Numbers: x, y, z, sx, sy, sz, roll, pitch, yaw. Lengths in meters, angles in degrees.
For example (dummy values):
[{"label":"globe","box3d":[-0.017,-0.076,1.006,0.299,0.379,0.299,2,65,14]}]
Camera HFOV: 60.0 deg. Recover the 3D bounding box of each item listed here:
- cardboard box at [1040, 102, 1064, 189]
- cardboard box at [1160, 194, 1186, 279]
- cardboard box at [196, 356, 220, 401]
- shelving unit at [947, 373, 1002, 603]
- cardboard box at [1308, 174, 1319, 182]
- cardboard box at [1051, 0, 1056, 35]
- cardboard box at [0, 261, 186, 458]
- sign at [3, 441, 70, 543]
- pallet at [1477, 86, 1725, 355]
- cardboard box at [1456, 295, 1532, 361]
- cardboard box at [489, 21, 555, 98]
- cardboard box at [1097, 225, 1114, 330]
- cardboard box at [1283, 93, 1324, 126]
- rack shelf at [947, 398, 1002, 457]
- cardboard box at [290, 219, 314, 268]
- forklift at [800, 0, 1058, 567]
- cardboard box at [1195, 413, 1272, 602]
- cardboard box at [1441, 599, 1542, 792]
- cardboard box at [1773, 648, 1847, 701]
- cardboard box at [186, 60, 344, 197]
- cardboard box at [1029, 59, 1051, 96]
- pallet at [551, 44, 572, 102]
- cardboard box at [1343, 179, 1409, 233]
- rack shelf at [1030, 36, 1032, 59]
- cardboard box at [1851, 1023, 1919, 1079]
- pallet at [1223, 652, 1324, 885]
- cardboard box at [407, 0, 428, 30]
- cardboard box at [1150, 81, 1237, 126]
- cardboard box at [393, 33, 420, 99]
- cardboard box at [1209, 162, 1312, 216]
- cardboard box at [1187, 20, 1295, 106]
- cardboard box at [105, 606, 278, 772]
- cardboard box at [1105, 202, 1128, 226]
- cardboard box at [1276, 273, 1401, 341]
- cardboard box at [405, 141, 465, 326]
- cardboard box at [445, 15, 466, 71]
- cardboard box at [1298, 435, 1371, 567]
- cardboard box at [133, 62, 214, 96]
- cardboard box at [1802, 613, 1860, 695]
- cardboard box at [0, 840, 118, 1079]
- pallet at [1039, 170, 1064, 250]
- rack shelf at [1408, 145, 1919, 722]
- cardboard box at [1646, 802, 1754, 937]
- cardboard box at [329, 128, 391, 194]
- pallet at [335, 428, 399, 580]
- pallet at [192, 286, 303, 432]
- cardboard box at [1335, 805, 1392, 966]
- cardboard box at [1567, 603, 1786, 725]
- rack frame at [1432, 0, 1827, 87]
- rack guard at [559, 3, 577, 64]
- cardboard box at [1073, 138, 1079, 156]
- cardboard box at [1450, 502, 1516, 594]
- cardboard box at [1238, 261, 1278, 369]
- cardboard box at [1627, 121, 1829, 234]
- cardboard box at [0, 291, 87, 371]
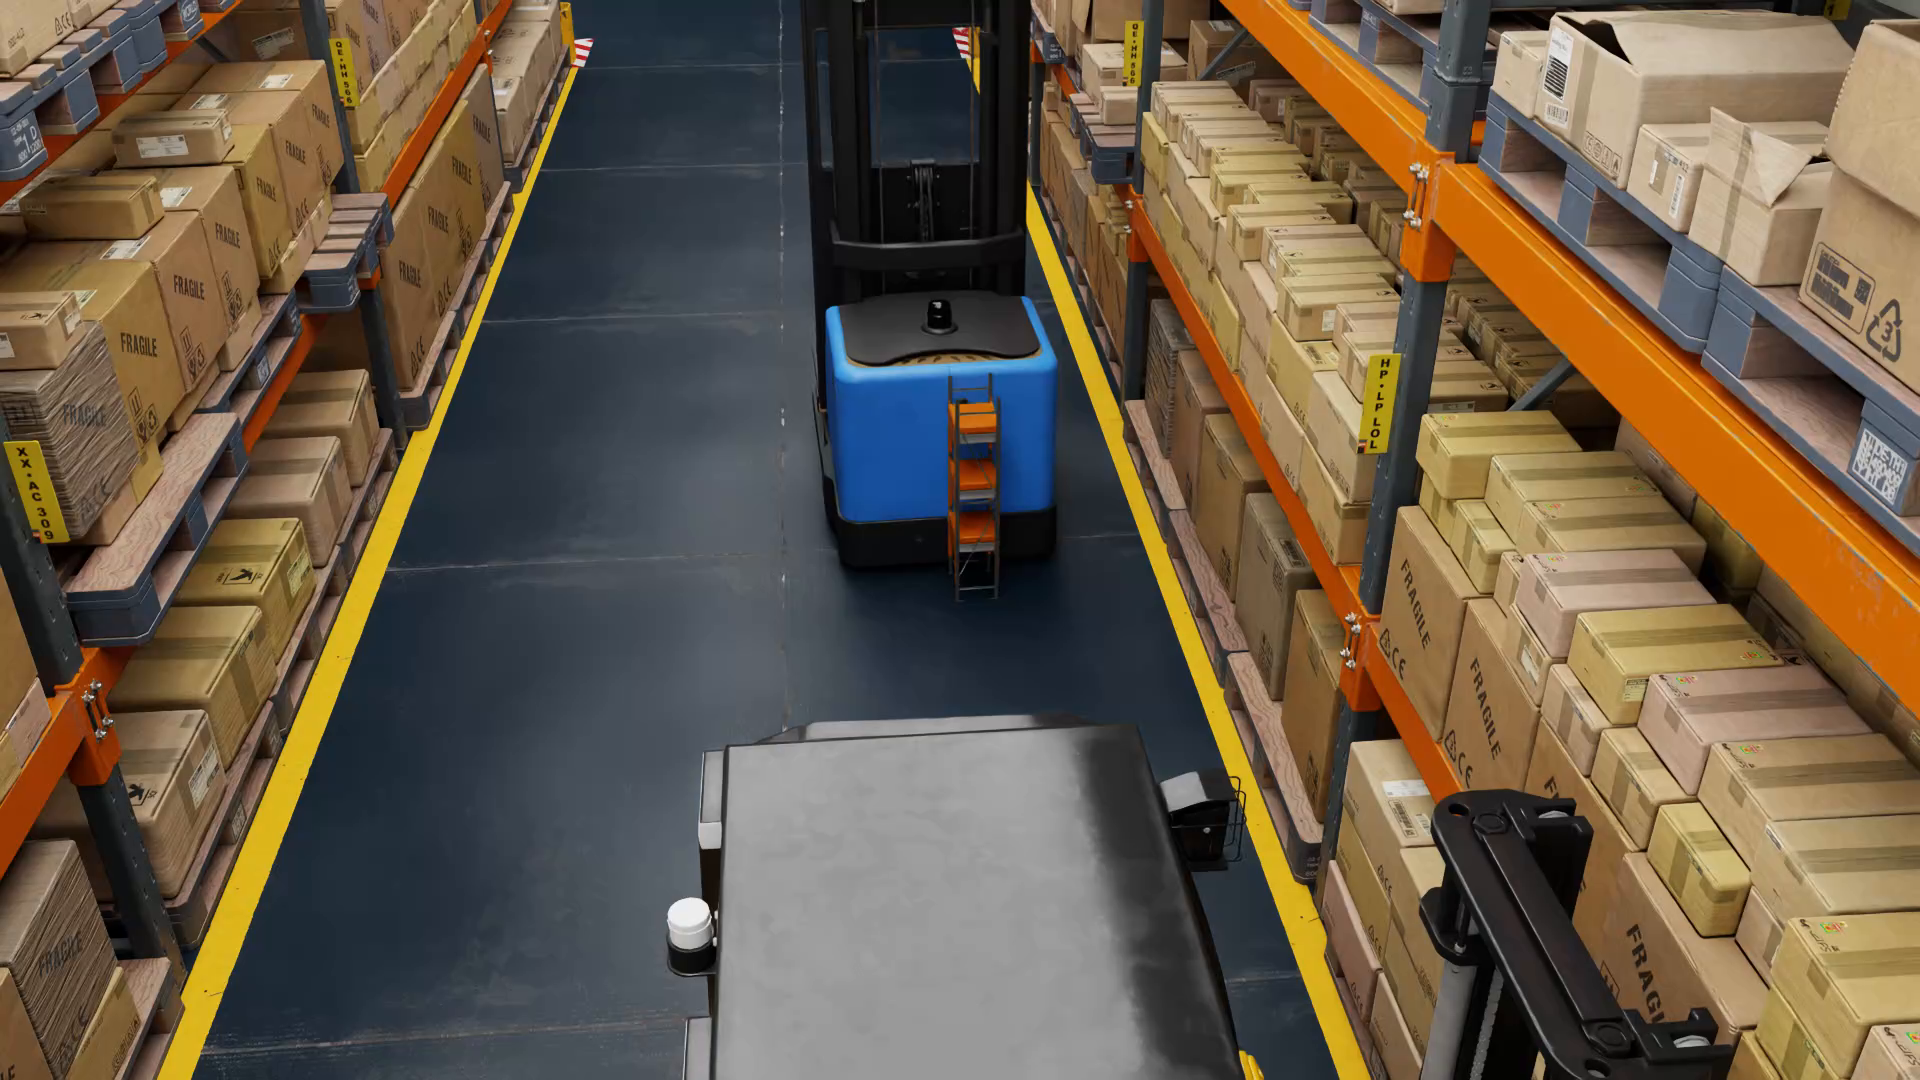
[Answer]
[{"label":"cardboard box","box3d":[0.862,-2.905,12.216,0.500,0.500,0.500,-1,31,-2]},{"label":"cardboard box","box3d":[1.255,-1.454,7.905,0.500,0.250,0.500,-3,31,-6]},{"label":"cardboard box","box3d":[-3.011,-0.630,6.215,0.380,0.149,0.250,-3,31,-4]},{"label":"shelving unit","box3d":[0.063,-0.228,7.608,0.215,1.050,0.252,-4,31,-6]},{"label":"cardboard box","box3d":[1.827,-1.431,7.379,0.500,0.250,0.500,-3,31,-5]},{"label":"cardboard box","box3d":[0.788,-3.450,10.823,0.396,0.266,0.258,-1,31,-2]},{"label":"cardboard box","box3d":[-2.959,-0.591,5.517,0.500,0.500,0.500,-3,31,-4]},{"label":"sign","box3d":[-2.614,-0.133,4.703,0.100,0.325,0.005,-3,31,-5]},{"label":"pallet","box3d":[1.894,-0.787,3.803,1.003,0.211,1.213,-3,31,-5]},{"label":"cardboard box","box3d":[1.974,-0.749,5.849,0.380,0.149,0.250,-3,31,-5]},{"label":"cardboard box","box3d":[-4.020,-4.139,14.344,0.875,0.438,0.875,-2,31,-3]},{"label":"cardboard box","box3d":[1.125,-1.582,10.002,0.500,0.500,0.500,-3,31,-5]},{"label":"cardboard box","box3d":[1.782,-2.050,8.027,0.380,0.149,0.250,-2,31,-3]},{"label":"rack shelf","box3d":[0.063,-0.463,7.468,0.215,0.259,0.240,-4,31,-6]},{"label":"cardboard box","box3d":[-3.081,-1.301,7.339,0.380,0.149,0.250,-4,31,-7]},{"label":"forklift","box3d":[-0.241,-1.867,8.518,1.130,2.935,3.031,-4,31,-6]},{"label":"cardboard box","box3d":[1.591,-0.178,7.529,0.875,0.625,0.625,-4,31,-7]},{"label":"cardboard box","box3d":[1.635,0.490,4.407,0.500,0.500,0.500,-2,31,-4]},{"label":"cardboard box","box3d":[2.141,0.383,3.954,0.380,0.149,0.250,-2,31,-3]},{"label":"cardboard box","box3d":[-3.208,-1.906,7.718,0.500,0.500,0.500,-4,31,-6]},{"label":"cardboard box","box3d":[0.768,-3.920,13.915,0.700,0.500,0.500,-4,31,-6]},{"label":"pallet","box3d":[-4.122,-4.256,15.170,1.003,0.211,1.213,-3,31,-5]},{"label":"cardboard box","box3d":[1.809,-1.395,6.931,0.380,0.149,0.250,-2,31,-3]},{"label":"rack shelf","box3d":[0.854,-4.768,14.009,1.077,0.370,4.000,-3,31,-5]},{"label":"cardboard box","box3d":[1.729,0.934,2.741,0.380,0.149,0.250,-2,31,-3]},{"label":"pallet","box3d":[1.680,0.852,6.618,1.003,0.211,1.213,-3,31,-5]},{"label":"cardboard box","box3d":[-3.462,-3.285,9.752,0.500,0.500,0.500,-2,31,-4]},{"label":"cardboard box","box3d":[1.151,-2.158,8.208,0.380,0.149,0.250,-2,31,-3]},{"label":"cardboard box","box3d":[-3.410,-2.713,9.526,0.500,0.250,0.500,-3,31,-5]},{"label":"cardboard box","box3d":[1.282,-1.499,7.105,0.380,0.149,0.250,-2,31,-4]},{"label":"cardboard box","box3d":[1.522,-2.507,9.015,0.500,0.500,0.500,-1,31,-2]},{"label":"cardboard box","box3d":[-3.276,0.582,6.504,0.950,0.372,0.625,-1,31,-1]},{"label":"cardboard box","box3d":[1.079,-1.913,9.924,0.380,0.149,0.250,-4,31,-6]},{"label":"cardboard box","box3d":[1.366,-0.843,6.005,0.380,0.149,0.250,-4,31,-6]},{"label":"cardboard box","box3d":[-3.588,-1.854,10.091,0.875,0.875,0.875,-2,31,-4]},{"label":"cardboard box","box3d":[-3.562,-3.274,10.953,0.500,0.250,0.500,-3,31,-5]},{"label":"cardboard box","box3d":[1.481,-0.152,5.725,0.500,0.250,0.500,-2,31,-3]},{"label":"cardboard box","box3d":[-3.716,-1.884,7.681,0.500,0.500,0.500,-4,31,-6]},{"label":"cardboard box","box3d":[2.229,0.251,3.884,0.380,0.149,0.250,-3,31,-5]},{"label":"cardboard box","box3d":[-2.831,1.236,4.796,0.500,0.500,0.500,-3,31,-5]},{"label":"pallet","box3d":[1.154,-2.445,12.137,1.003,0.211,1.213,-3,31,-5]},{"label":"rack shelf","box3d":[1.975,0.071,2.982,1.077,0.370,4.000,-3,31,-5]},{"label":"cardboard box","box3d":[1.681,0.673,3.468,0.380,0.149,0.250,-3,31,-6]},{"label":"cardboard box","box3d":[-3.322,-1.971,8.771,0.500,0.250,0.500,-3,31,-5]},{"label":"pallet","box3d":[-3.456,-0.177,8.341,1.003,0.211,1.213,-3,31,-5]},{"label":"pallet","box3d":[-3.301,-0.683,6.655,1.003,0.211,1.213,-3,31,-5]},{"label":"cardboard box","box3d":[1.526,1.076,5.308,0.500,0.250,0.500,-3,31,-5]},{"label":"cardboard box","box3d":[1.643,0.283,3.831,0.380,0.149,0.250,-3,31,-5]},{"label":"rack frame","box3d":[1.788,-2.547,3.738,1.000,3.000,0.127,-3,31,-5]},{"label":"rack guard","box3d":[-4.277,-4.797,15.794,1.175,0.500,0.348,-3,31,-5]},{"label":"cardboard box","box3d":[0.973,-2.708,11.255,0.380,0.149,0.250,-3,31,-5]},{"label":"cardboard box","box3d":[1.582,0.015,4.570,0.380,0.149,0.250,-2,31,-3]},{"label":"cardboard box","box3d":[1.391,-0.883,6.463,0.500,0.250,0.500,-2,31,-4]},{"label":"cardboard box","box3d":[1.600,-0.738,3.374,0.380,0.149,0.250,-2,31,-3]},{"label":"cardboard box","box3d":[-2.845,-0.618,4.930,0.380,0.149,0.250,-3,31,-5]}]
